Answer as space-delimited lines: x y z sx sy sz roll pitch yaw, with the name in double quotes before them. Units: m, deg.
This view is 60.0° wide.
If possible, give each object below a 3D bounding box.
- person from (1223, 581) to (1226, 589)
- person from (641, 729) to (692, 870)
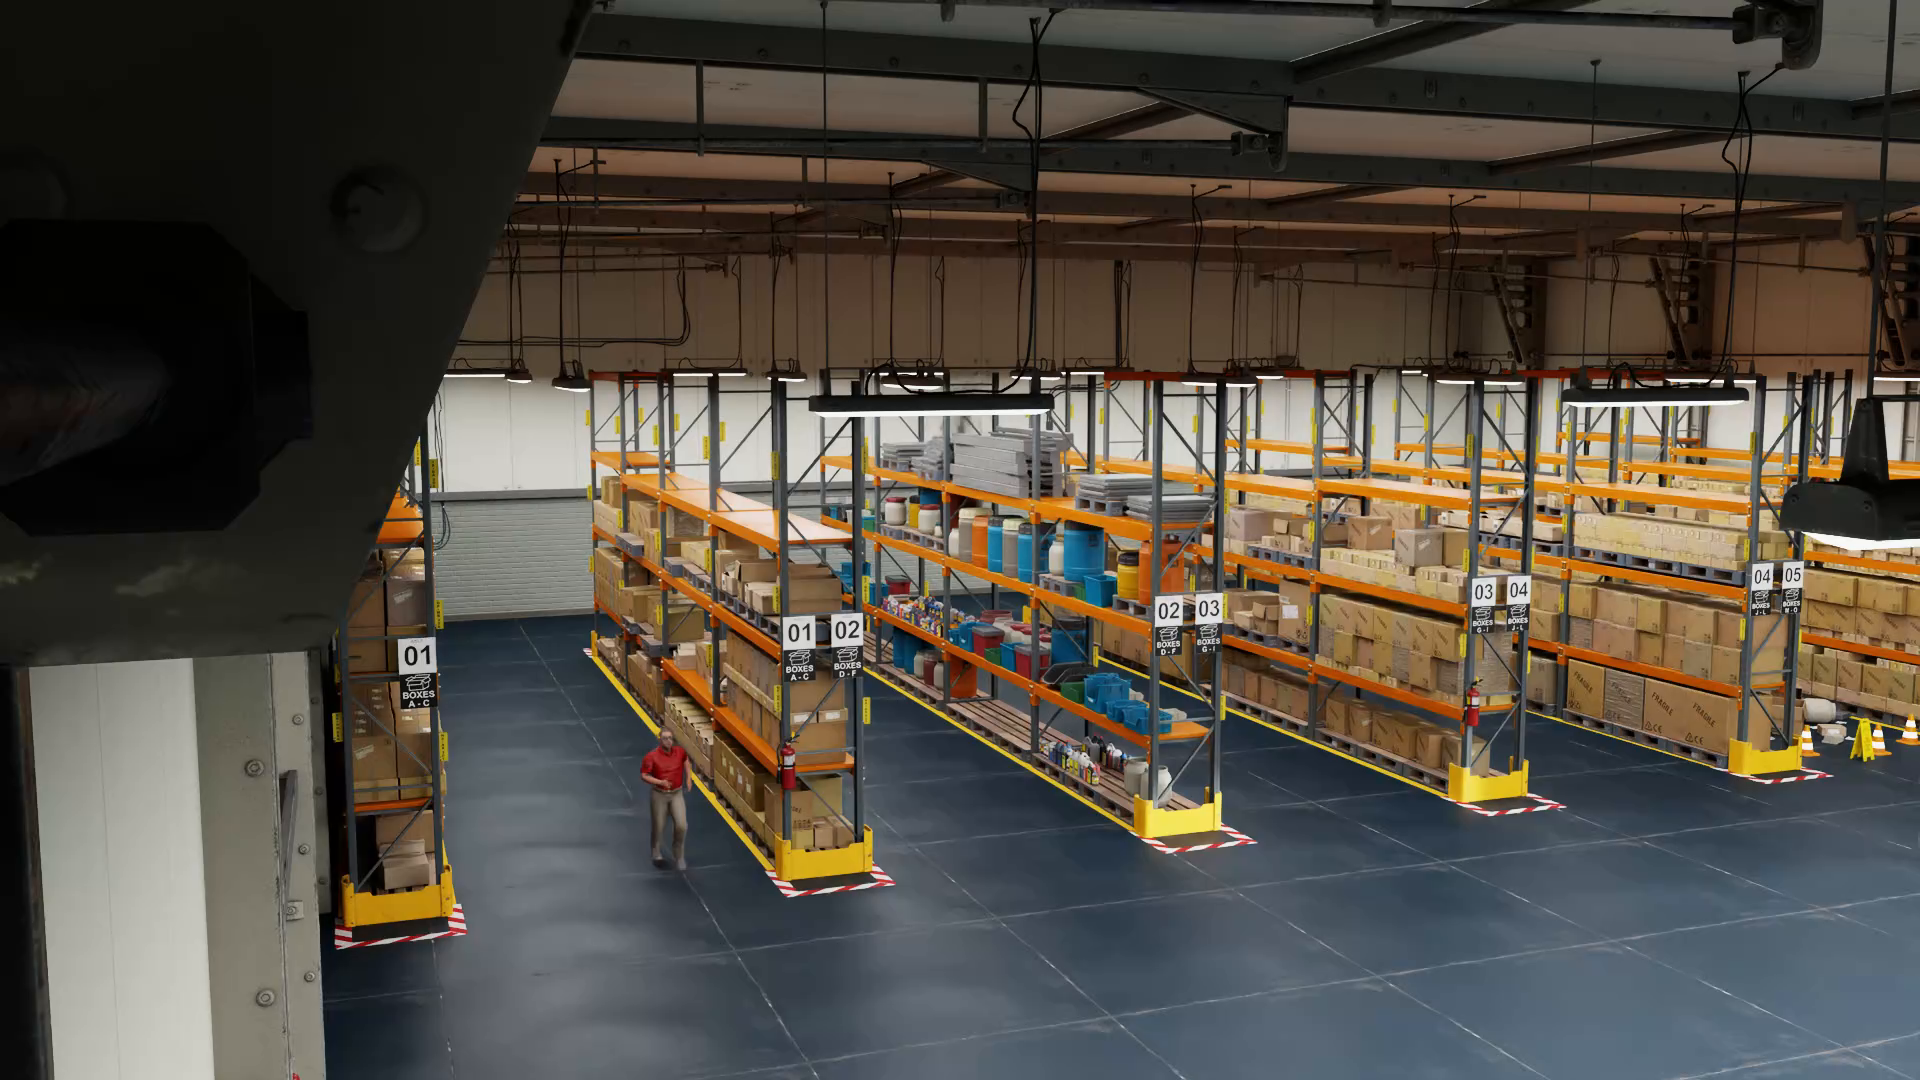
"person" 5.764 1.357 37.751 0.583 1.546 0.572 -2 7 -14
"person" -3.601 3.220 20.517 0.685 1.811 0.765 -3 7 -27
